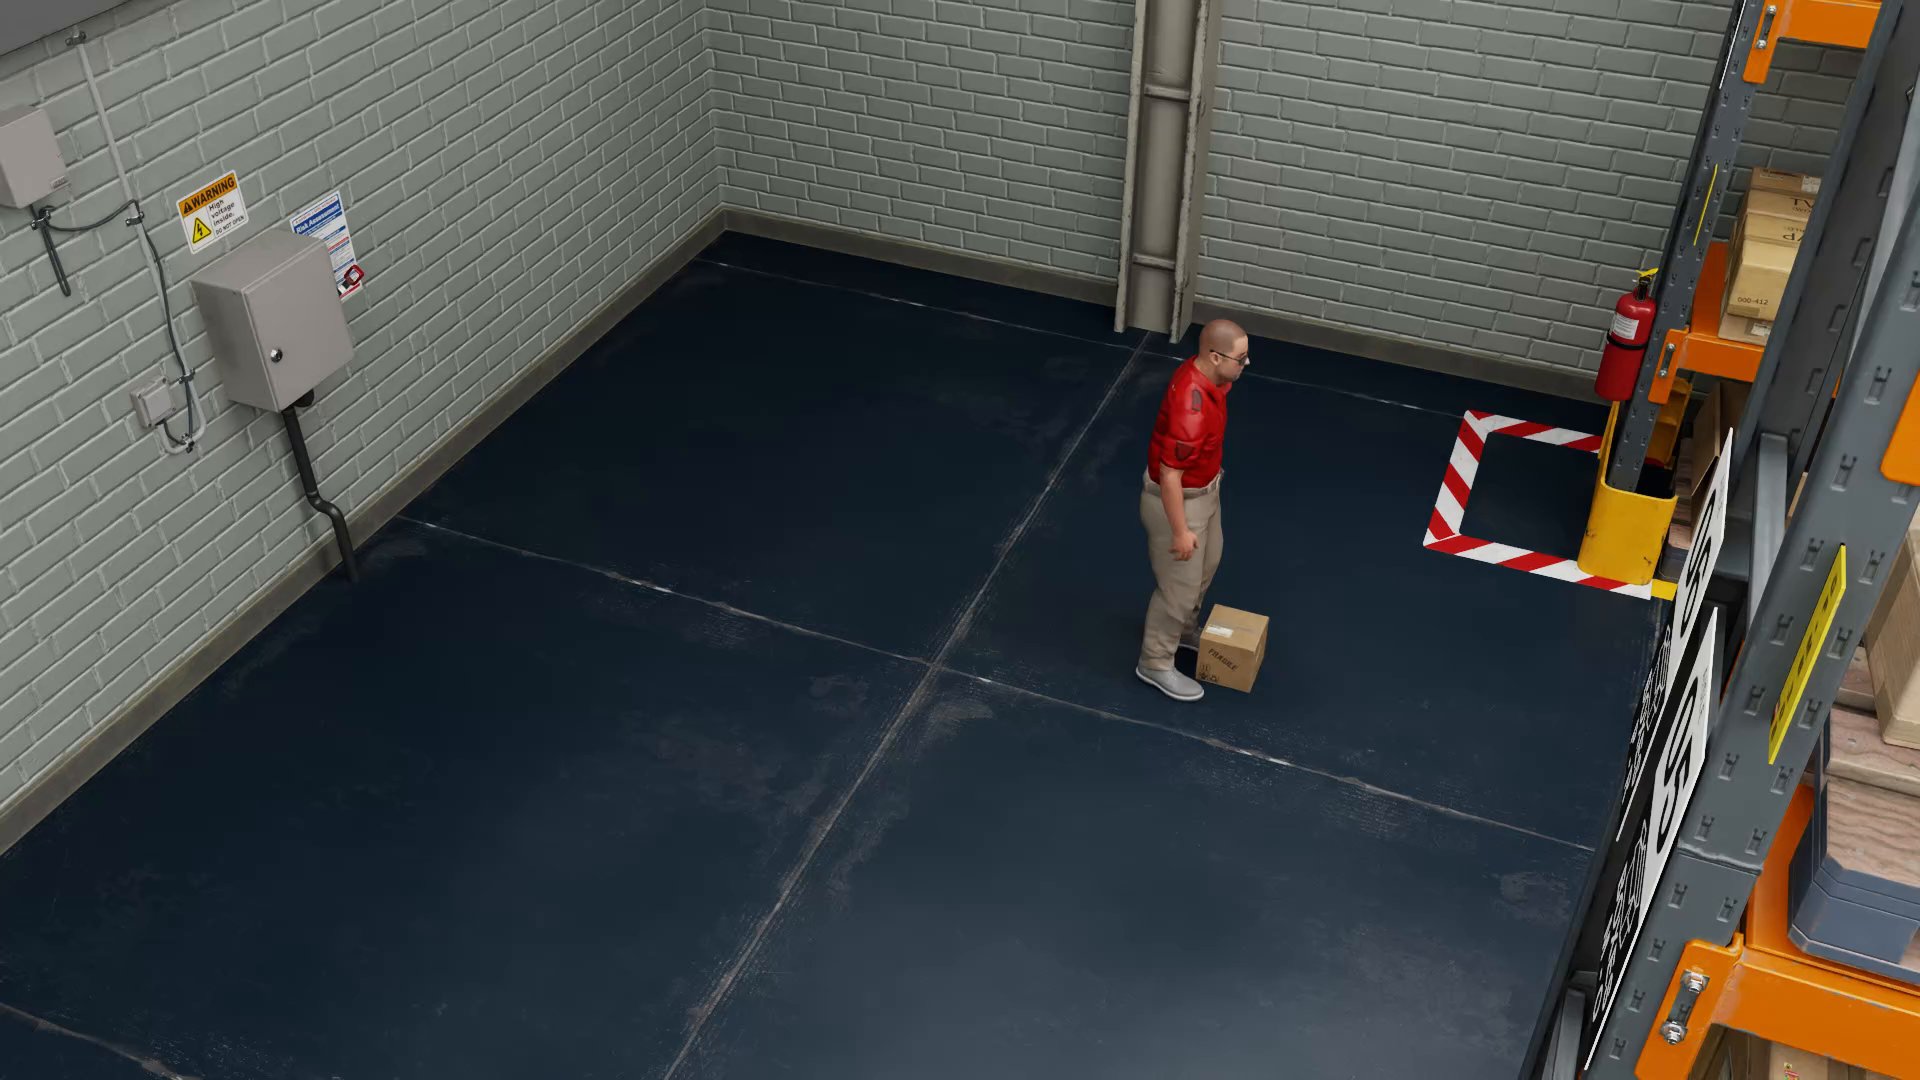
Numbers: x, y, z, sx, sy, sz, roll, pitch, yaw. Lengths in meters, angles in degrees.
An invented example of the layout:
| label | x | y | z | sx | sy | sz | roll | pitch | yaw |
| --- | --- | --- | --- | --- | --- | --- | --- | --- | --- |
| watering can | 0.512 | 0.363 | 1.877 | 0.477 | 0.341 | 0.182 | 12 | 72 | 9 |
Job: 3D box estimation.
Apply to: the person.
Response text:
| label | x | y | z | sx | sy | sz | roll | pitch | yaw |
| --- | --- | --- | --- | --- | --- | --- | --- | --- | --- |
| person | 0.996 | -0.159 | 7.041 | 0.436 | 1.726 | 0.599 | 12 | 39 | 15 |
